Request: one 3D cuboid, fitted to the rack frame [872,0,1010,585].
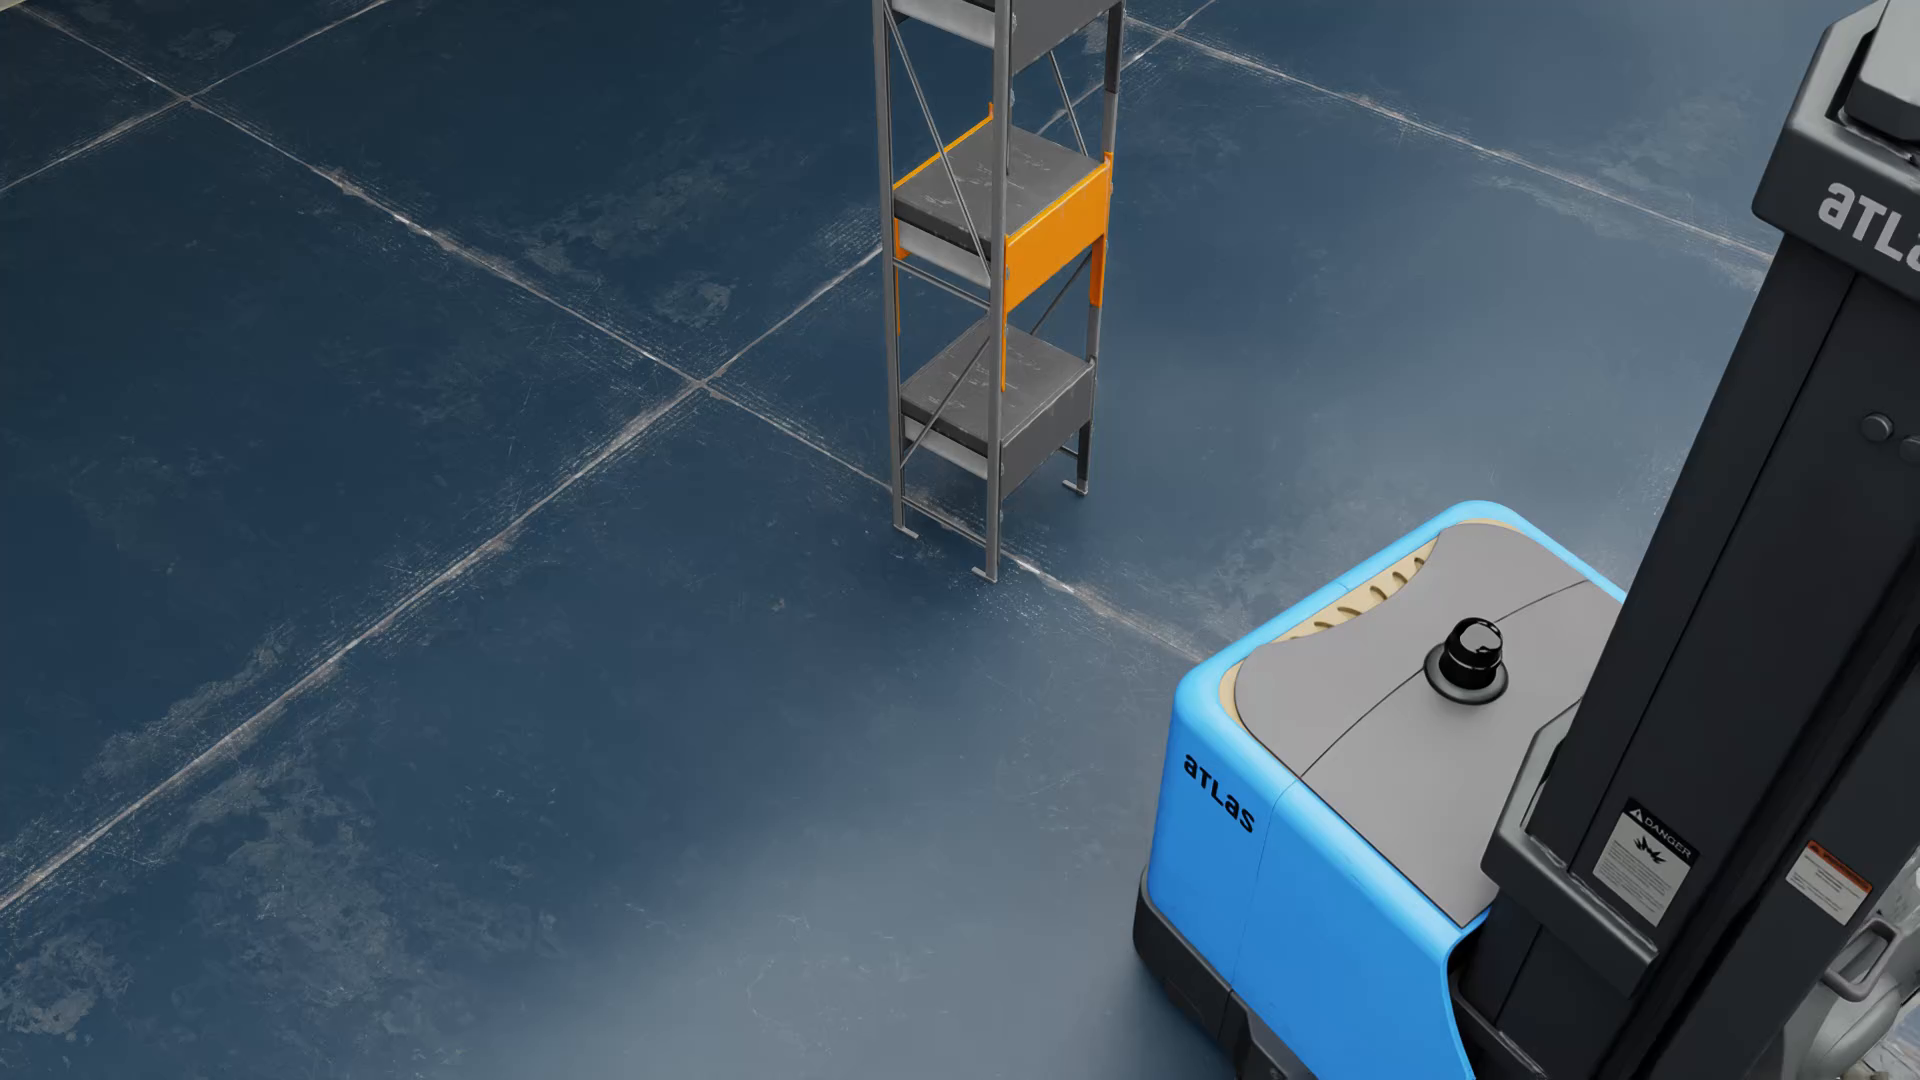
[{"bbox_3d":[-0.048,-0.680,4.448,0.400,2.100,0.015,29,53,25],"label":"rack frame"}]

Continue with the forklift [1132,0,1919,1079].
[{"bbox_3d":[1.720,0.673,2.580,1.130,2.935,3.031,-28,53,-24],"label":"forklift"}]

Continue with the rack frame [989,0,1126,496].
[{"bbox_3d":[0.250,-0.960,4.715,0.400,2.100,0.015,29,53,25],"label":"rack frame"}]

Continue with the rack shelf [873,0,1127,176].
[{"bbox_3d":[0.101,-1.294,4.085,0.431,0.518,0.480,29,53,25],"label":"rack shelf"}]

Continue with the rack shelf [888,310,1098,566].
[{"bbox_3d":[0.101,-0.327,5.097,0.431,0.518,0.480,29,53,25],"label":"rack shelf"}]

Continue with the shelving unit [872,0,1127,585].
[{"bbox_3d":[0.101,-0.820,4.581,0.431,2.100,0.503,29,53,25],"label":"shelving unit"}]

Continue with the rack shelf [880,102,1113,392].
[{"bbox_3d":[0.101,-0.811,4.591,0.431,0.518,0.480,29,53,25],"label":"rack shelf"}]
